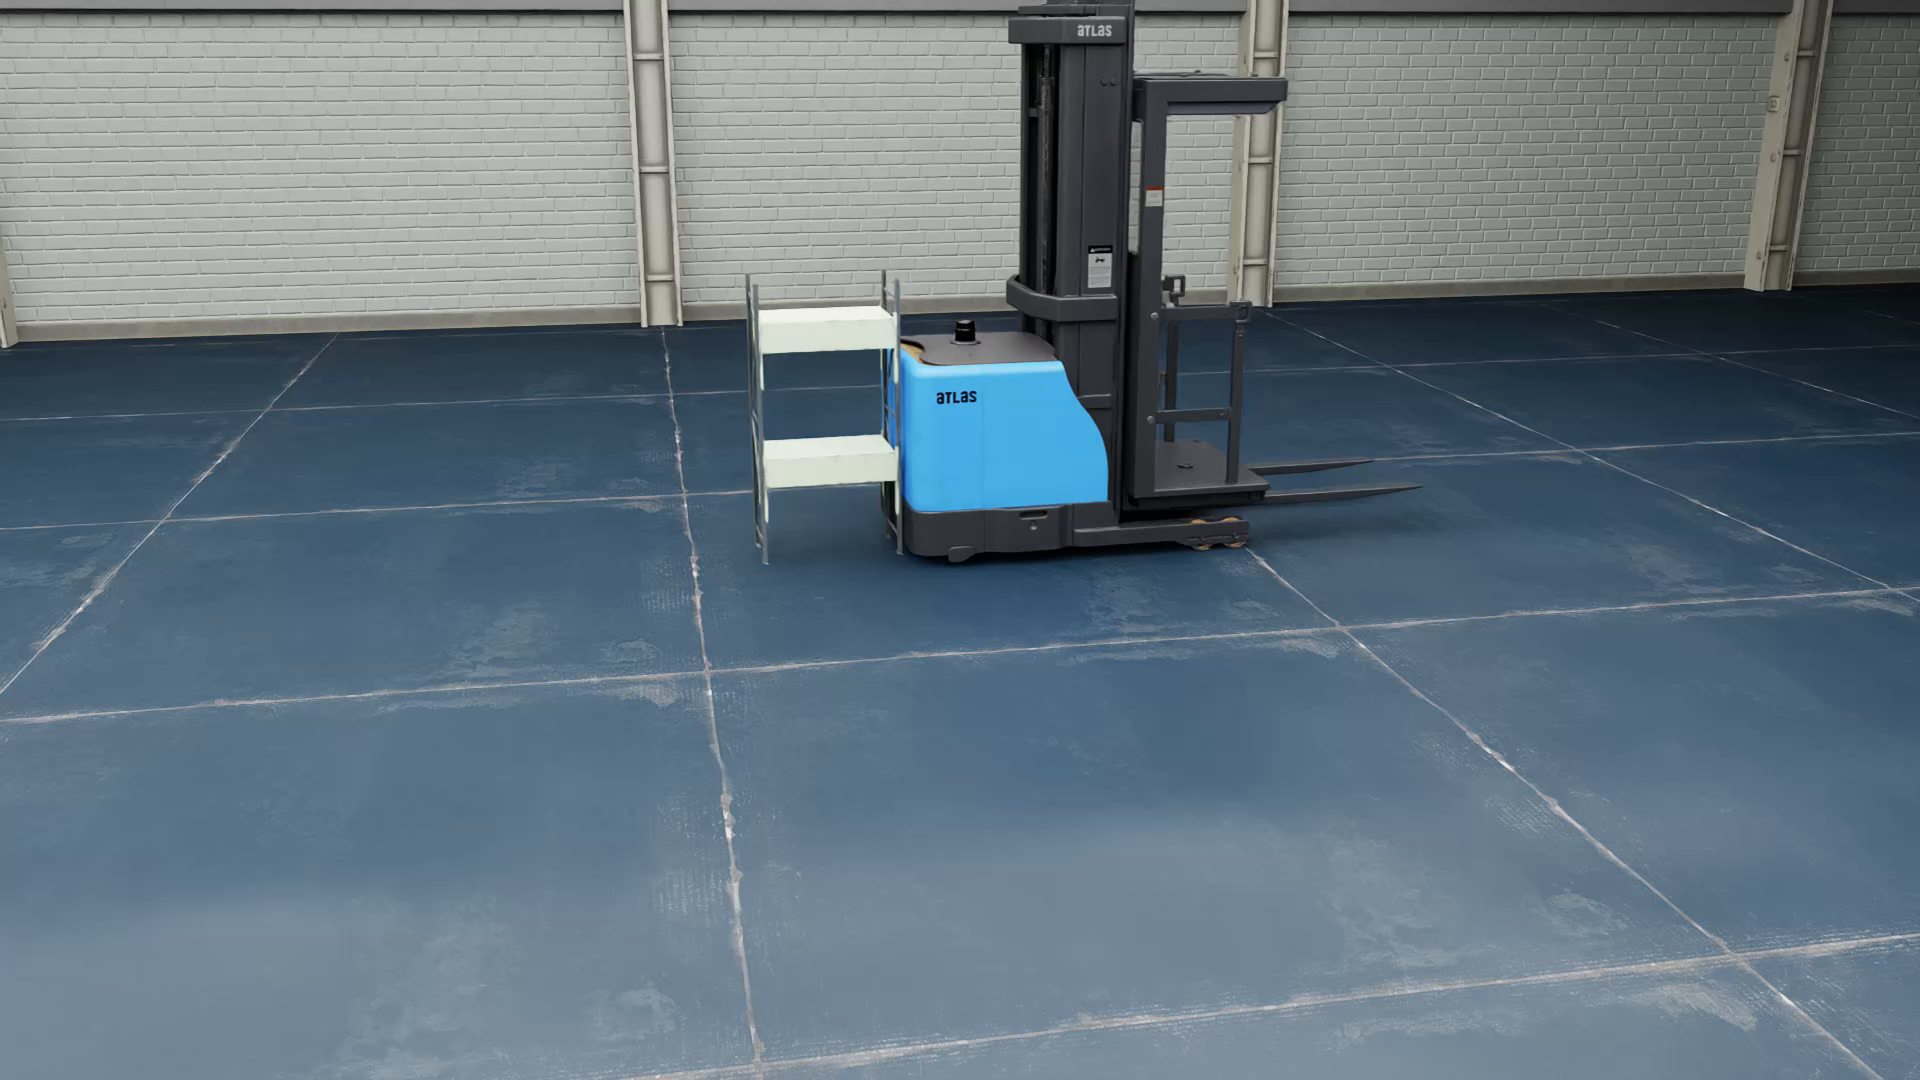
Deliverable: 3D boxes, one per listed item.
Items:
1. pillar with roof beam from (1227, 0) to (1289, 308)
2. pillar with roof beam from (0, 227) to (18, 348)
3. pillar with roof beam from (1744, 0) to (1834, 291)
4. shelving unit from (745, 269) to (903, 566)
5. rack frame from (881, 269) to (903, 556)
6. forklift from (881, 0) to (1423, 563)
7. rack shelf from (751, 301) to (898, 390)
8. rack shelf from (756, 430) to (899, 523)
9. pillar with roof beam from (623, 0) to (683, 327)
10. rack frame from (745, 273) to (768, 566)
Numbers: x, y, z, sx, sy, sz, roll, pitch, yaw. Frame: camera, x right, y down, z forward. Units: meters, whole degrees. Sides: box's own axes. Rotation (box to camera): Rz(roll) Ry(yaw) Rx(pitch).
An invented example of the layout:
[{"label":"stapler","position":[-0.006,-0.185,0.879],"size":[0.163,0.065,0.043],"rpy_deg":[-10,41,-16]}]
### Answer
[{"label":"pillar with roof beam","position":[3.814,-5.495,11.876],"size":[0.400,9.000,9.100],"rpy_deg":[-3,17,-10]},{"label":"pillar with roof beam","position":[-7.968,-4.827,9.700],"size":[0.400,9.000,9.100],"rpy_deg":[-3,17,-10]},{"label":"pillar with roof beam","position":[9.705,-5.829,12.964],"size":[0.400,9.000,9.100],"rpy_deg":[-3,17,-10]},{"label":"shelving unit","position":[-0.725,-0.663,8.916],"size":[0.755,1.500,0.431],"rpy_deg":[-4,18,-13]},{"label":"rack frame","position":[-0.369,-0.688,8.997],"size":[0.023,1.500,0.400],"rpy_deg":[-4,18,-13]},{"label":"forklift","position":[1.115,-1.491,9.173],"size":[3.031,2.935,1.130],"rpy_deg":[-4,18,-13]},{"label":"rack shelf","position":[-0.725,-1.036,8.801],"size":[0.720,0.370,0.431],"rpy_deg":[-4,18,-13]},{"label":"rack shelf","position":[-0.725,-0.351,9.012],"size":[0.720,0.370,0.431],"rpy_deg":[-4,18,-13]},{"label":"pillar with roof beam","position":[-2.077,-5.161,10.788],"size":[0.400,9.000,9.100],"rpy_deg":[-3,17,-10]},{"label":"rack frame","position":[-1.081,-0.638,8.835],"size":[0.023,1.500,0.400],"rpy_deg":[-4,18,-13]}]
